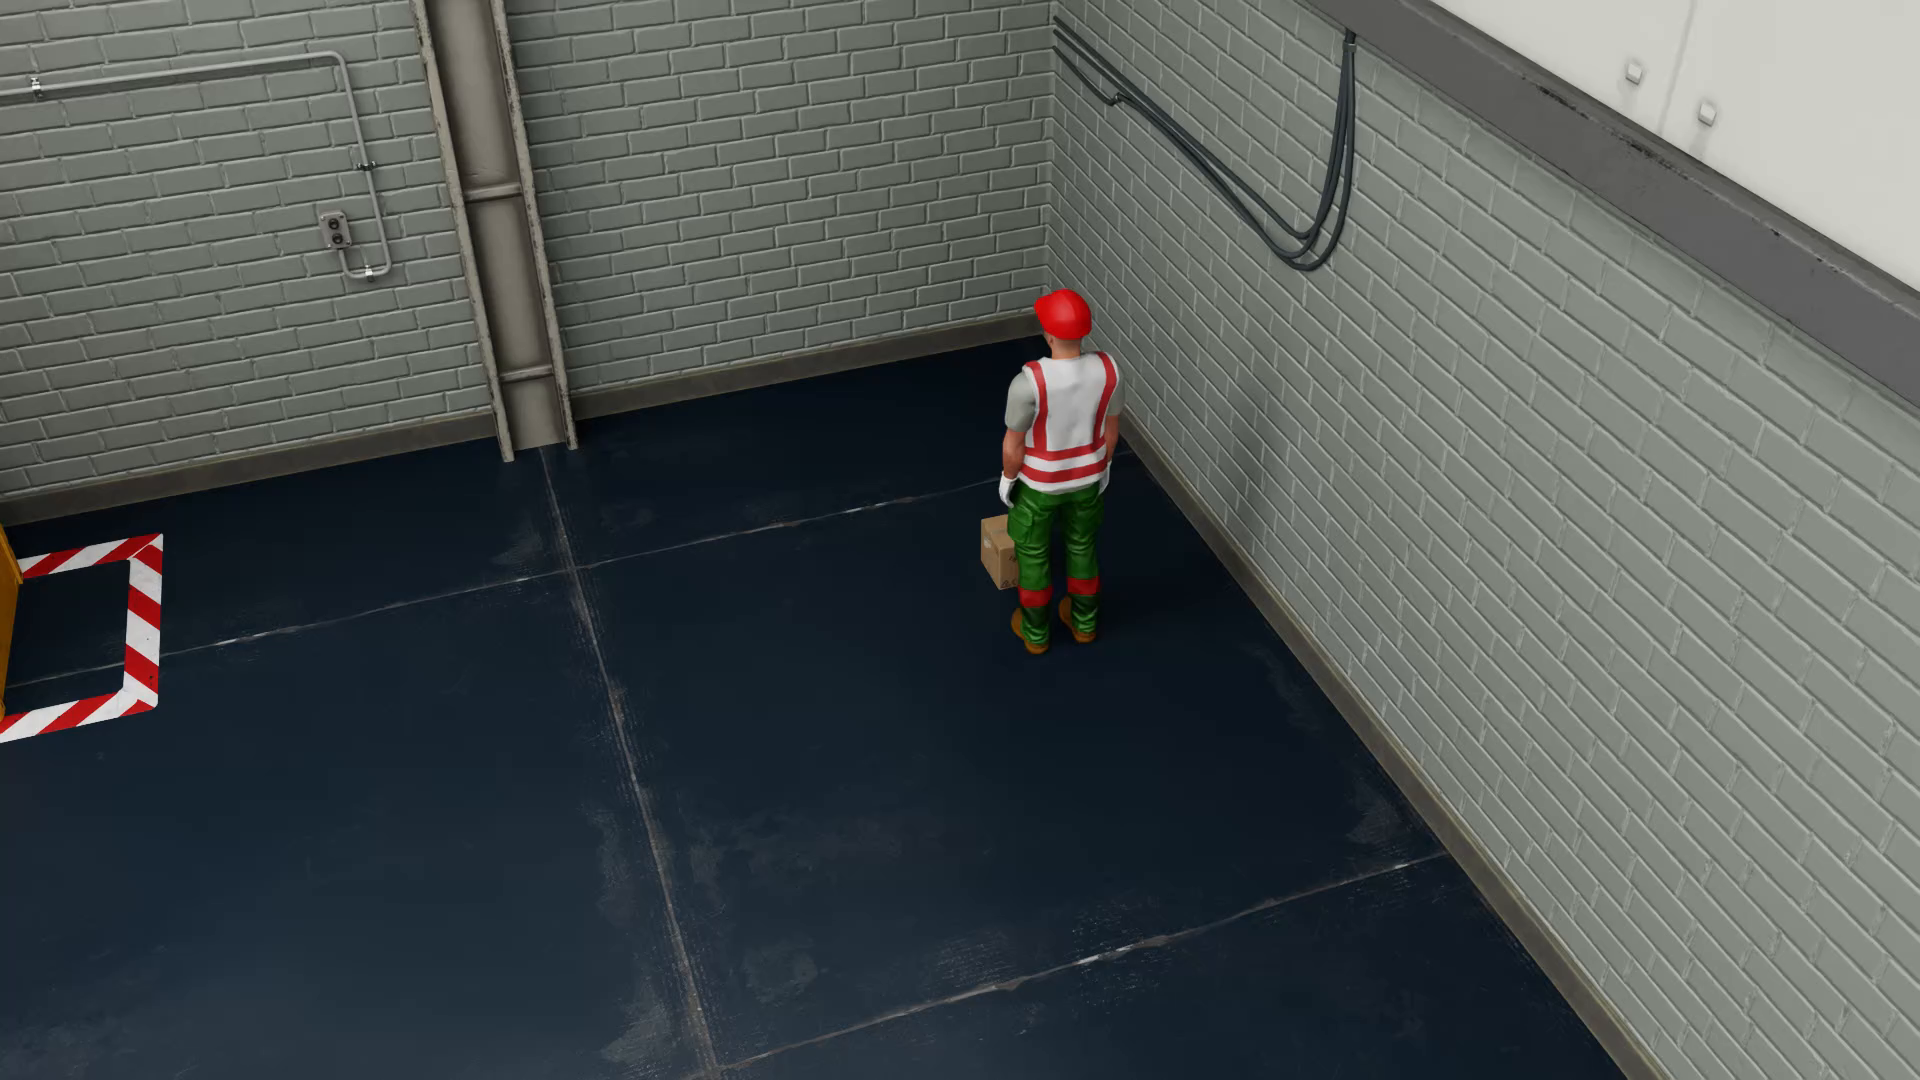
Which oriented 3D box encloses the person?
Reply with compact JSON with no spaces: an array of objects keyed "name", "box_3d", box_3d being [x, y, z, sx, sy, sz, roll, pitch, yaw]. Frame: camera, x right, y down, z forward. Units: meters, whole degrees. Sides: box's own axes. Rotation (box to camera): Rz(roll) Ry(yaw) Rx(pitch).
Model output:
[{"name":"person","box_3d":[0.420,-0.282,7.136,0.524,1.785,0.338,-12,39,-15]}]
